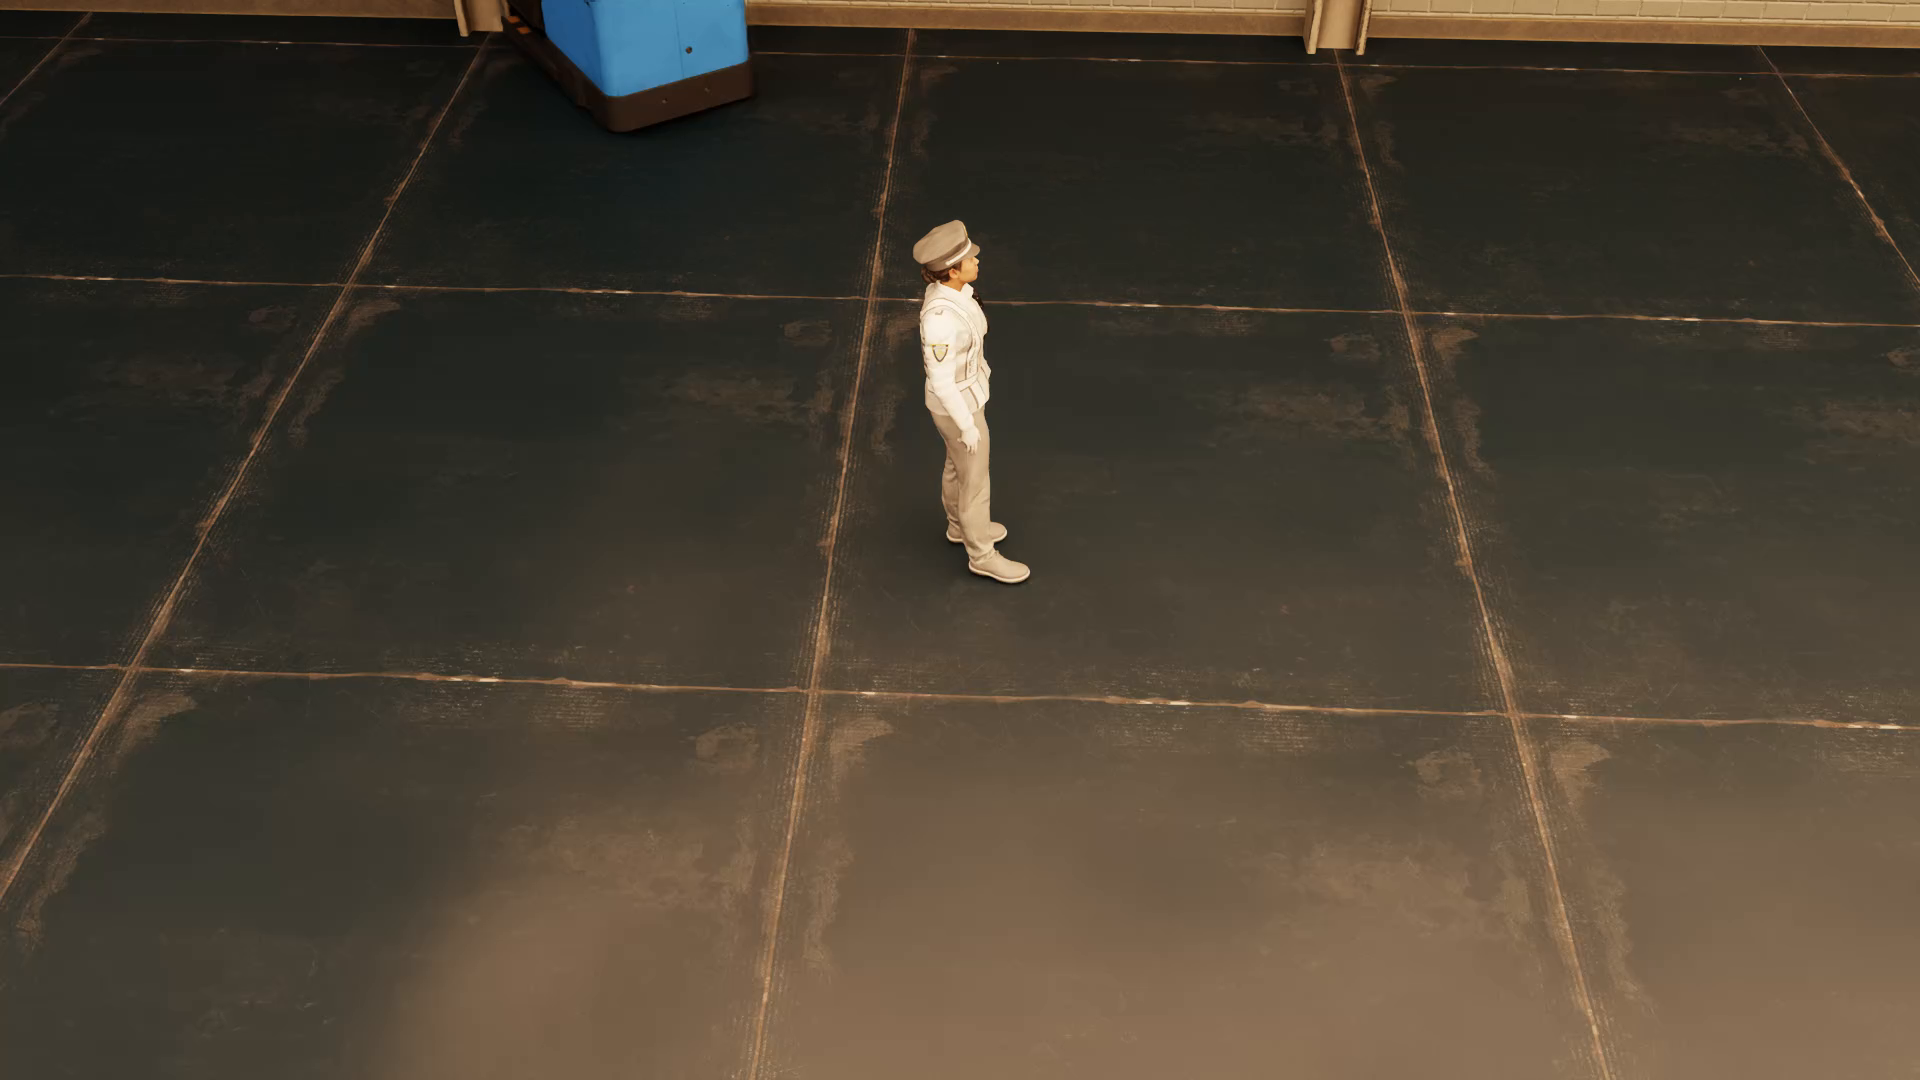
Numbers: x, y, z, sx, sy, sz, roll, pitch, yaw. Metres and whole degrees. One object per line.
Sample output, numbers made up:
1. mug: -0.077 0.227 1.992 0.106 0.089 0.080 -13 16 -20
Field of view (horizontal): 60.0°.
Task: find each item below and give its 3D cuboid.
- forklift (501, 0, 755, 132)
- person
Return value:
1. forklift: -2.582 -4.671 10.859 1.130 2.935 3.031 -23 47 -23
2. person: 0.069 -0.624 7.333 0.530 1.694 0.586 2 42 2
